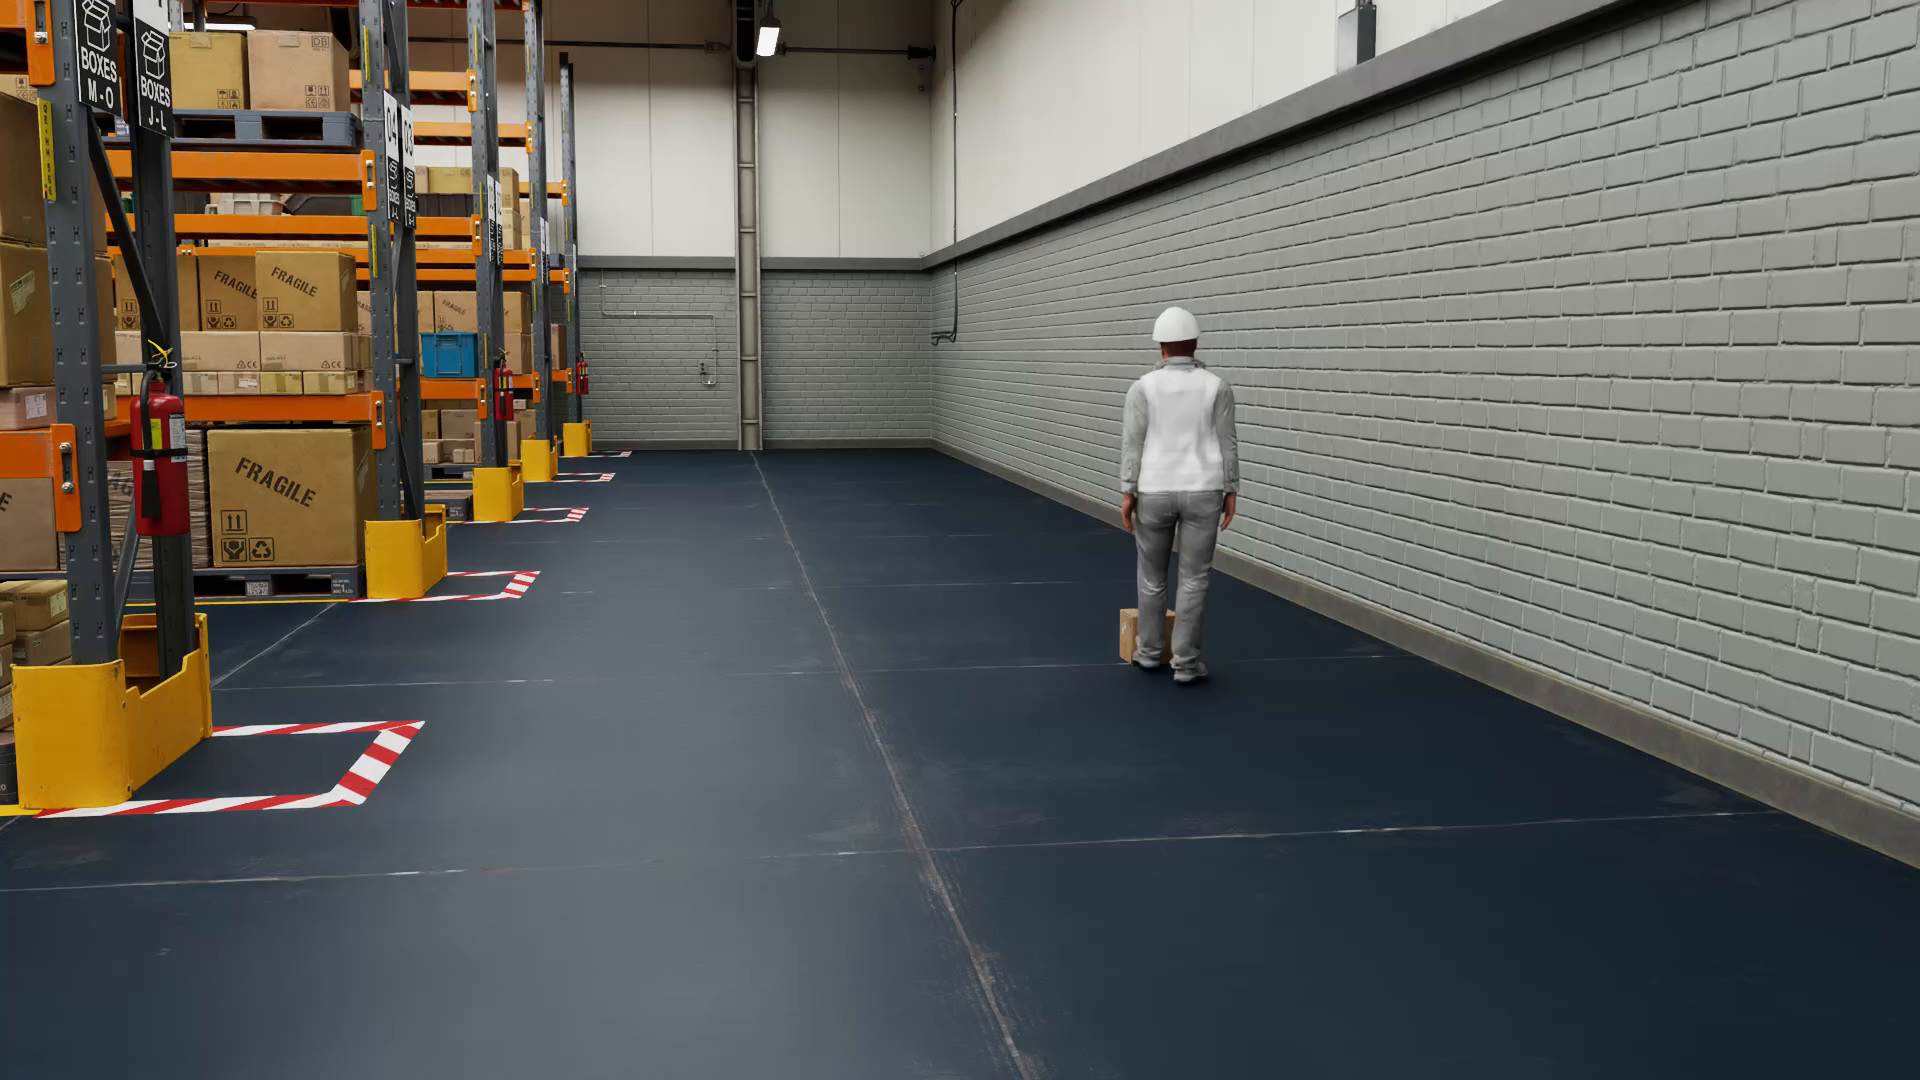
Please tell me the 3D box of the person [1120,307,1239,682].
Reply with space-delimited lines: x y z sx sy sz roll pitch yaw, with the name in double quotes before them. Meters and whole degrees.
"person" 1.066 -0.232 8.045 0.561 1.769 0.645 1 7 10
